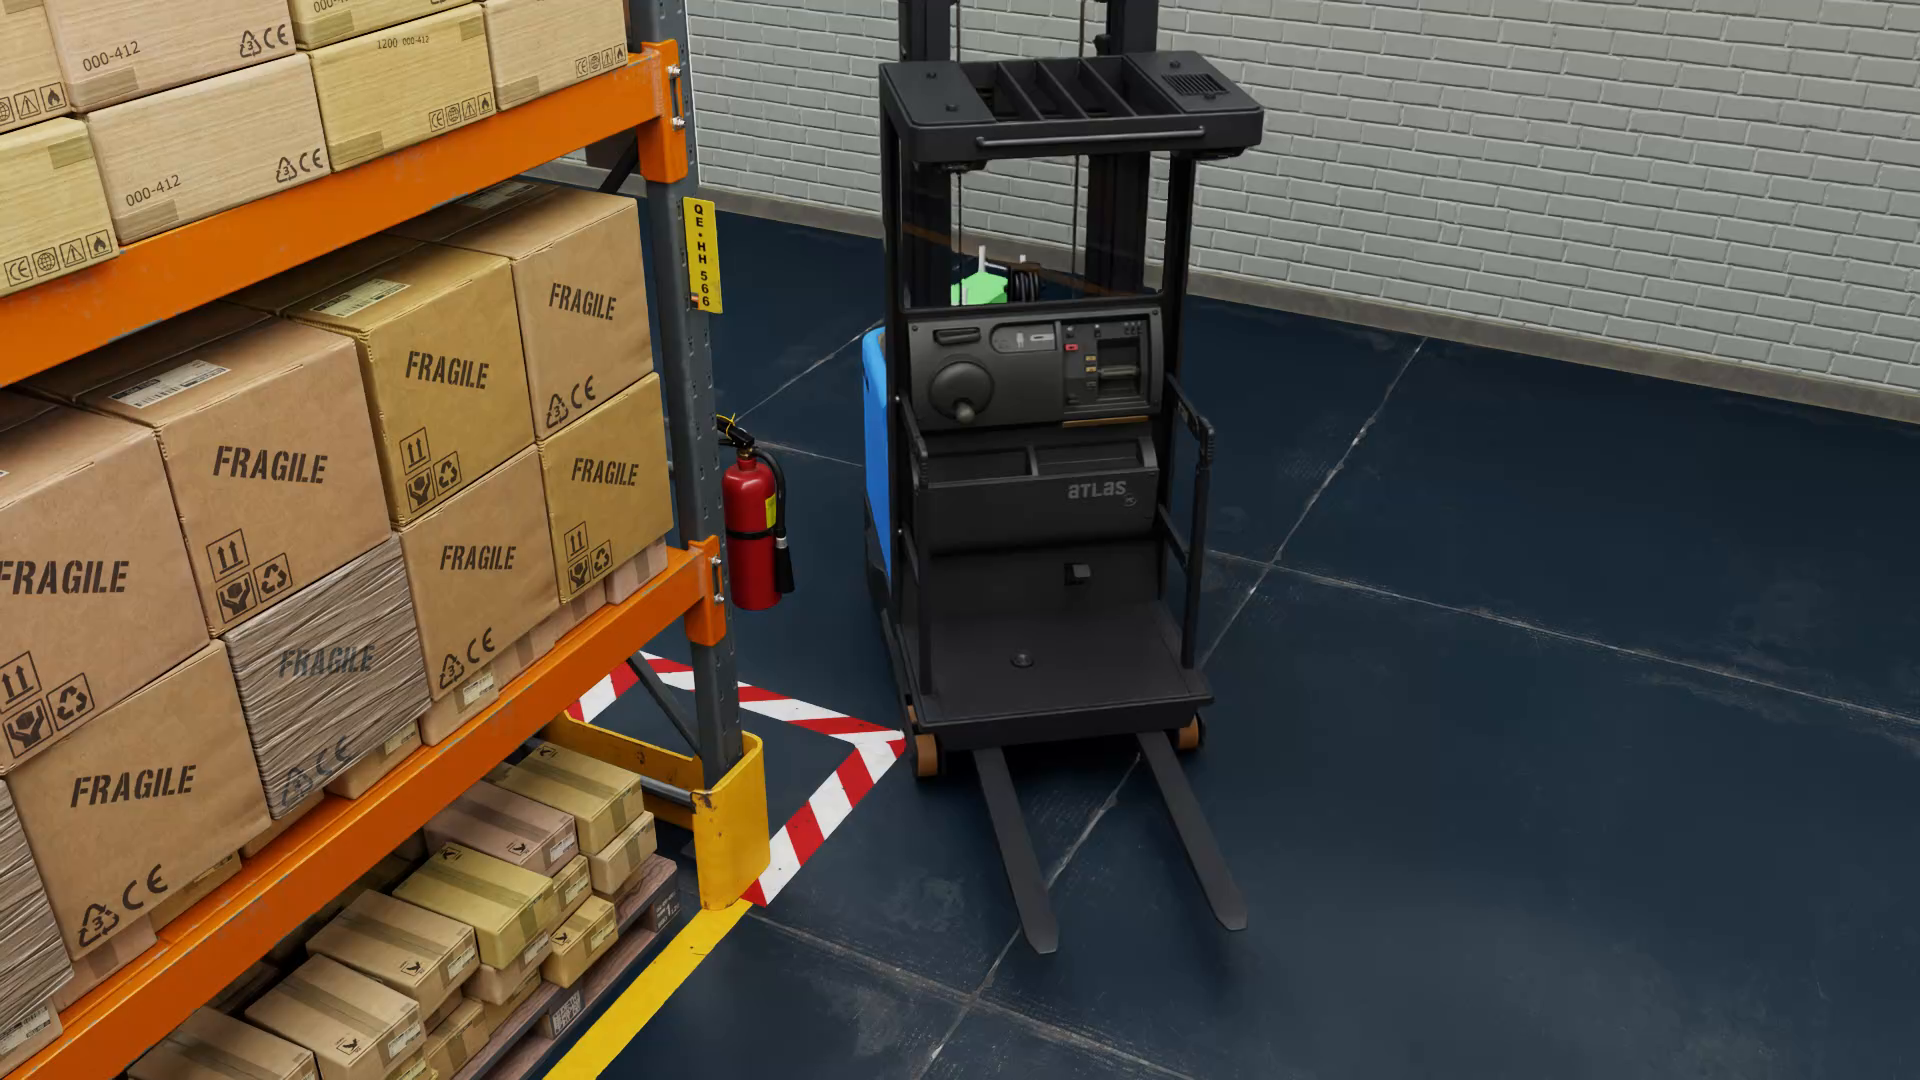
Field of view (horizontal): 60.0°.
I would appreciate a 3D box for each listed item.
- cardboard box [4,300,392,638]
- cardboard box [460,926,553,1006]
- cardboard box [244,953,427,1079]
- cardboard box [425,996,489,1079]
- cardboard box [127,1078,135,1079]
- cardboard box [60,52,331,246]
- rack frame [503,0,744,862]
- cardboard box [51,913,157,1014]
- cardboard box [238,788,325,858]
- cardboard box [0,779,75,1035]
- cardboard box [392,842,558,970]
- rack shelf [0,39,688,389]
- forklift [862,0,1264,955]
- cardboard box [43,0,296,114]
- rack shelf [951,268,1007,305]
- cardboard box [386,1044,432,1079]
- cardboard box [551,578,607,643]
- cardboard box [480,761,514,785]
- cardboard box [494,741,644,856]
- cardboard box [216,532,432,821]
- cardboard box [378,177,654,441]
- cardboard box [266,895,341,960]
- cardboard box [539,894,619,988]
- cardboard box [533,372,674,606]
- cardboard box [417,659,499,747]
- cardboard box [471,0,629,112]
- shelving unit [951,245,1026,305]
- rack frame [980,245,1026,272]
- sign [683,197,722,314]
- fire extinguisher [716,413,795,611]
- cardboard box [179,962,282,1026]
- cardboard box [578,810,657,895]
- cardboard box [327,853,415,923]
[{"bbox_3d":[-1.648,-0.176,3.642,0.500,0.500,0.500,16,34,26],"label":"cardboard box"},{"bbox_3d":[-1.423,1.168,4.847,0.380,0.149,0.250,13,32,21],"label":"cardboard box"},{"bbox_3d":[-1.635,1.276,4.360,0.380,0.149,0.250,16,33,25],"label":"cardboard box"},{"bbox_3d":[-1.581,1.395,4.750,0.380,0.149,0.250,15,33,24],"label":"cardboard box"},{"bbox_3d":[-1.948,1.490,3.987,0.380,0.149,0.250,14,33,24],"label":"cardboard box"},{"bbox_3d":[-1.637,-0.816,3.298,0.500,0.250,0.500,16,33,25],"label":"cardboard box"},{"bbox_3d":[-1.201,-0.287,5.237,1.000,3.000,0.127,14,33,23],"label":"rack frame"},{"bbox_3d":[-1.966,0.820,3.563,0.380,0.149,0.250,16,33,25],"label":"cardboard box"},{"bbox_3d":[-1.764,0.582,3.977,0.380,0.149,0.250,13,32,21],"label":"cardboard box"},{"bbox_3d":[-2.093,0.716,3.093,0.500,0.500,0.500,14,33,22],"label":"cardboard box"},{"bbox_3d":[-1.387,1.043,4.764,0.380,0.149,0.250,14,33,22],"label":"cardboard box"},{"bbox_3d":[-2.113,-0.389,3.126,1.077,0.370,4.000,14,33,23],"label":"rack shelf"},{"bbox_3d":[0.316,-0.580,5.817,1.130,2.935,3.031,-5,30,-8],"label":"forklift"},{"bbox_3d":[-1.652,-1.024,3.158,0.500,0.250,0.500,15,33,24],"label":"cardboard box"},{"bbox_3d":[0.062,-1.076,7.584,0.258,0.148,0.480,18,34,28],"label":"rack shelf"},{"bbox_3d":[-1.647,1.400,4.442,0.380,0.149,0.250,15,33,24],"label":"cardboard box"},{"bbox_3d":[-1.245,0.132,4.759,0.380,0.149,0.250,14,33,23],"label":"cardboard box"},{"bbox_3d":[-1.669,0.812,5.466,0.380,0.149,0.250,16,33,25],"label":"cardboard box"},{"bbox_3d":[-1.217,0.801,5.186,0.380,0.149,0.250,15,33,24],"label":"cardboard box"},{"bbox_3d":[-1.639,0.252,3.899,0.500,0.500,0.500,14,33,23],"label":"cardboard box"},{"bbox_3d":[-1.188,-0.634,4.438,0.500,0.500,0.500,14,33,22],"label":"cardboard box"},{"bbox_3d":[-2.029,1.025,4.796,0.380,0.149,0.250,13,32,21],"label":"cardboard box"},{"bbox_3d":[-1.283,1.185,5.115,0.380,0.149,0.250,15,33,25],"label":"cardboard box"},{"bbox_3d":[-1.177,-0.202,4.690,0.500,0.500,0.500,15,33,24],"label":"cardboard box"},{"bbox_3d":[-1.441,0.365,4.354,0.380,0.149,0.250,15,33,25],"label":"cardboard box"},{"bbox_3d":[-1.173,-1.261,4.072,0.500,0.250,0.500,14,33,22],"label":"cardboard box"},{"bbox_3d":[0.062,-0.715,7.791,0.258,1.200,0.503,18,34,28],"label":"shelving unit"},{"bbox_3d":[0.196,-0.817,7.968,0.240,1.200,0.015,18,34,28],"label":"rack frame"},{"bbox_3d":[-0.717,-0.791,4.636,0.100,0.325,0.005,14,33,23],"label":"sign"},{"bbox_3d":[-0.676,-0.099,5.362,0.296,0.674,0.183,14,33,23],"label":"fire extinguisher"},{"bbox_3d":[-2.126,1.278,4.655,0.380,0.149,0.250,13,32,21],"label":"cardboard box"},{"bbox_3d":[-1.188,0.937,5.249,0.380,0.149,0.250,13,32,22],"label":"cardboard box"},{"bbox_3d":[-1.876,1.050,5.053,0.380,0.149,0.250,15,33,24],"label":"cardboard box"}]
